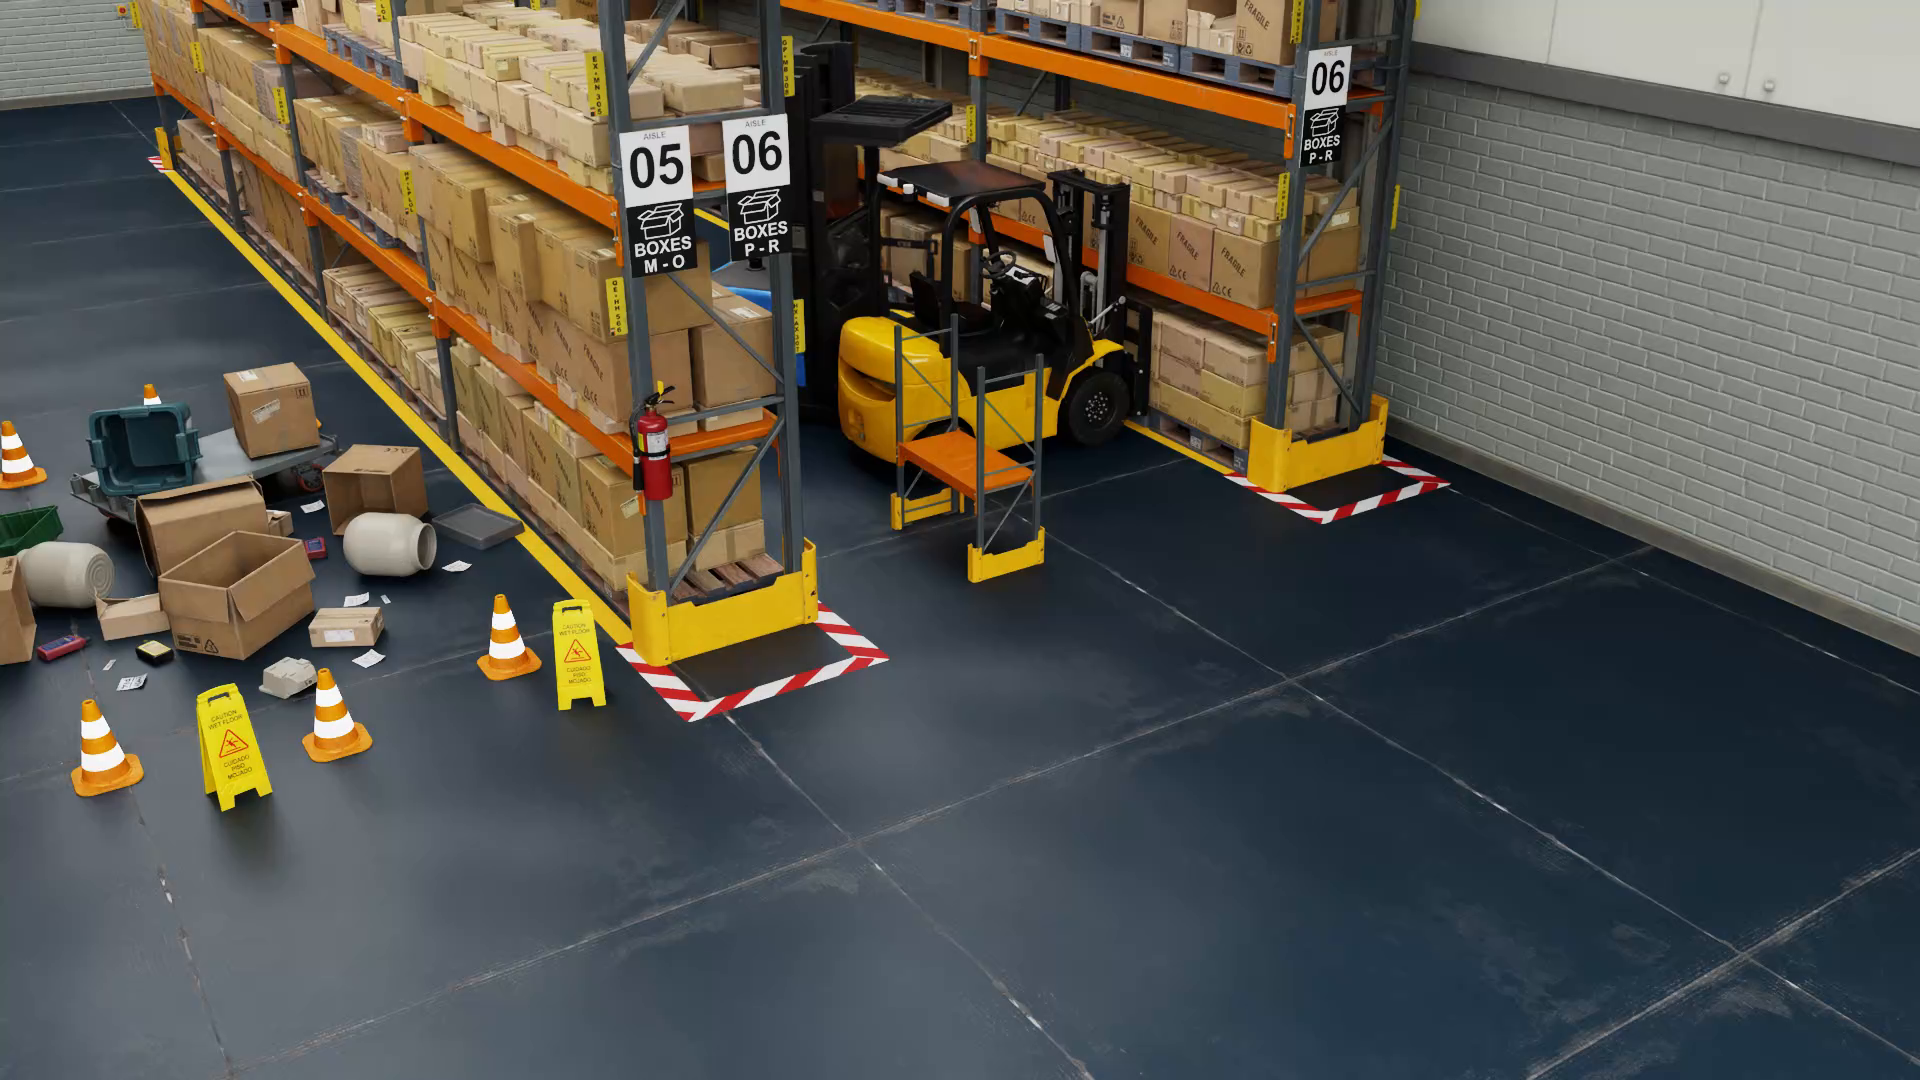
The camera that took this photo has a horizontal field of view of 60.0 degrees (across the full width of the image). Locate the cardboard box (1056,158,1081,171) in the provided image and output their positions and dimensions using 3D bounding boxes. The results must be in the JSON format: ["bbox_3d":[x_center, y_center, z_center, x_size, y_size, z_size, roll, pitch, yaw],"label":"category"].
[{"bbox_3d":[1.026,-3.121,13.933,0.380,0.149,0.250,-16,30,-30],"label":"cardboard box"}]

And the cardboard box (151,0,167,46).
[{"bbox_3d":[-9.559,-6.364,20.392,0.500,0.500,0.500,-16,30,-30],"label":"cardboard box"}]

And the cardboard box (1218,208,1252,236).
[{"bbox_3d":[2.145,-2.388,12.379,0.380,0.149,0.250,-15,29,-29],"label":"cardboard box"}]

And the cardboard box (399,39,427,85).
[{"bbox_3d":[-3.596,-3.380,11.673,0.500,0.250,0.500,-16,30,-31],"label":"cardboard box"}]

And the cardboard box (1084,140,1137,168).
[{"bbox_3d":[1.245,-3.184,13.718,0.380,0.149,0.250,-16,29,-30],"label":"cardboard box"}]

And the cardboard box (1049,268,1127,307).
[{"bbox_3d":[1.103,-2.128,14.265,0.500,0.250,0.500,-14,29,-28],"label":"cardboard box"}]

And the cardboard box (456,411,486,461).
[{"bbox_3d":[-3.511,-0.851,12.730,0.500,0.250,0.500,-17,30,-32],"label":"cardboard box"}]

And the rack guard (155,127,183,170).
[{"bbox_3d":[-10.171,-5.349,22.457,1.175,0.500,0.348,-16,29,-30],"label":"rack guard"}]

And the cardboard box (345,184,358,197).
[{"bbox_3d":[-5.202,-3.137,14.646,0.380,0.149,0.250,-14,29,-27],"label":"cardboard box"}]

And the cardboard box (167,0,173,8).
[{"bbox_3d":[-9.201,-6.423,19.756,0.380,0.149,0.250,-16,29,-30],"label":"cardboard box"}]

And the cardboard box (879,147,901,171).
[{"bbox_3d":[-0.469,-3.751,16.321,0.500,0.250,0.500,-15,29,-29],"label":"cardboard box"}]

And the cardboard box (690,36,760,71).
[{"bbox_3d":[-2.680,-5.545,19.331,0.797,0.503,0.637,-16,30,-31],"label":"cardboard box"}]

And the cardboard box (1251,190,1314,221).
[{"bbox_3d":[2.361,-2.458,12.180,0.380,0.149,0.250,-15,29,-29],"label":"cardboard box"}]

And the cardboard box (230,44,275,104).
[{"bbox_3d":[-7.115,-4.774,17.023,0.500,0.500,0.500,-16,30,-30],"label":"cardboard box"}]

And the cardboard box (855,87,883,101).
[{"bbox_3d":[-0.993,-4.464,16.778,0.380,0.149,0.250,-15,29,-29],"label":"cardboard box"}]

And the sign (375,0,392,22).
[{"bbox_3d":[-4.070,-3.816,11.702,0.100,0.325,0.005,-16,29,-30],"label":"sign"}]

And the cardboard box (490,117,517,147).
[{"bbox_3d":[-2.728,-2.592,10.470,0.380,0.149,0.250,-16,30,-30],"label":"cardboard box"}]

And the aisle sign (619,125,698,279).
[{"bbox_3d":[-1.632,-1.834,9.037,0.394,0.787,0.004,-16,29,-30],"label":"aisle sign"}]

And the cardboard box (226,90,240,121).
[{"bbox_3d":[-7.409,-4.608,17.551,0.500,0.250,0.500,-15,29,-29],"label":"cardboard box"}]

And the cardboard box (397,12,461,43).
[{"bbox_3d":[-3.708,-3.593,11.656,0.380,0.149,0.250,-16,30,-30],"label":"cardboard box"}]

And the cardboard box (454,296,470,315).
[{"bbox_3d":[-3.522,-1.799,12.304,0.380,0.149,0.250,-15,29,-28],"label":"cardboard box"}]

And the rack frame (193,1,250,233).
[{"bbox_3d":[-7.974,-5.040,18.875,1.000,3.000,0.127,-16,29,-30],"label":"rack frame"}]

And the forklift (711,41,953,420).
[{"bbox_3d":[-0.666,-2.439,13.446,3.031,2.935,1.130,9,27,19],"label":"forklift"}]

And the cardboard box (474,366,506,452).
[{"bbox_3d":[-3.209,-1.001,12.170,0.500,0.500,0.500,-14,29,-28],"label":"cardboard box"}]

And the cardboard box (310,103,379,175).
[{"bbox_3d":[-5.448,-3.579,14.823,0.500,0.500,0.500,-14,29,-27],"label":"cardboard box"}]

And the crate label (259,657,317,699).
[{"bbox_3d":[-3.964,0.807,9.842,0.298,0.136,0.250,12,28,24],"label":"crate label"}]

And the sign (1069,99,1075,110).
[{"bbox_3d":[1.014,-3.894,15.340,0.100,0.325,0.005,-16,29,-30],"label":"sign"}]

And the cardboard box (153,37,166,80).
[{"bbox_3d":[-9.837,-6.103,21.009,0.500,0.500,0.500,-16,30,-30],"label":"cardboard box"}]

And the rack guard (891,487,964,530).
[{"bbox_3d":[-0.230,-0.264,11.979,0.587,0.250,0.087,-16,29,-30],"label":"rack guard"}]

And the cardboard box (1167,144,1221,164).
[{"bbox_3d":[1.909,-3.109,13.558,0.380,0.149,0.250,-15,29,-29],"label":"cardboard box"}]

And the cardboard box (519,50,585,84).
[{"bbox_3d":[-2.462,-2.883,10.152,0.380,0.149,0.250,-16,30,-31],"label":"cardboard box"}]

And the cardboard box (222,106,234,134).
[{"bbox_3d":[-7.671,-4.568,18.052,0.500,0.250,0.500,-16,30,-31],"label":"cardboard box"}]

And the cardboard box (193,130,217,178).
[{"bbox_3d":[-9.207,-4.964,21.223,0.875,0.438,0.875,-15,29,-28],"label":"cardboard box"}]

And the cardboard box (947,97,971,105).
[{"bbox_3d":[0.028,-4.230,16.282,0.380,0.149,0.250,-16,29,-30],"label":"cardboard box"}]

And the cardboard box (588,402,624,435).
[{"bbox_3d":[-2.038,-0.783,10.151,0.380,0.149,0.250,-16,30,-30],"label":"cardboard box"}]

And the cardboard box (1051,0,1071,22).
[{"bbox_3d":[0.960,-4.308,13.496,0.380,0.149,0.250,-15,29,-28],"label":"cardboard box"}]

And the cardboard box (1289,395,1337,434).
[{"bbox_3d":[2.629,-1.074,13.202,0.500,0.250,0.500,-15,29,-29],"label":"cardboard box"}]

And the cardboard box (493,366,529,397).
[{"bbox_3d":[-3.062,-1.146,11.716,0.380,0.149,0.250,-14,29,-27],"label":"cardboard box"}]

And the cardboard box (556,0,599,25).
[{"bbox_3d":[-5.160,-7.273,22.554,0.500,0.500,0.500,-15,29,-28],"label":"cardboard box"}]

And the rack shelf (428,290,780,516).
[{"bbox_3d":[-2.515,-1.138,11.451,1.077,0.370,4.000,-16,29,-30],"label":"rack shelf"}]

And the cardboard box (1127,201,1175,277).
[{"bbox_3d":[1.689,-2.437,13.243,0.500,0.500,0.500,-16,30,-31],"label":"cardboard box"}]

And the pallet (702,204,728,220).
[{"bbox_3d":[-2.672,-4.218,20.400,1.003,0.211,1.213,-16,29,-30],"label":"pallet"}]

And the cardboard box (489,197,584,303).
[{"bbox_3d":[-2.520,-1.853,10.486,0.700,0.500,0.500,-16,30,-30],"label":"cardboard box"}]

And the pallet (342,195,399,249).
[{"bbox_3d":[-4.676,-2.824,14.405,1.003,0.211,1.213,-16,29,-30],"label":"pallet"}]

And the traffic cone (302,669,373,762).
[{"bbox_3d":[-3.483,0.927,9.207,0.336,0.463,0.334,-16,29,-30],"label":"traffic cone"}]

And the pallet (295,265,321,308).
[{"bbox_3d":[-6.158,-2.648,17.074,1.003,0.211,1.213,-16,29,-30],"label":"pallet"}]

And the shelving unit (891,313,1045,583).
[{"bbox_3d":[0.042,-0.651,11.334,0.587,1.500,1.083,-16,29,-30],"label":"shelving unit"}]

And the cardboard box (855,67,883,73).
[{"bbox_3d":[-1.050,-4.969,17.848,0.380,0.149,0.250,-15,29,-28],"label":"cardboard box"}]

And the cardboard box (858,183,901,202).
[{"bbox_3d":[-0.941,-3.425,17.744,0.875,0.625,0.625,-14,29,-28],"label":"cardboard box"}]

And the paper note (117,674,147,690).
[{"bbox_3d":[-4.926,0.844,9.891,0.144,0.017,0.142,-6,26,-12],"label":"paper note"}]

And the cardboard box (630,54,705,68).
[{"bbox_3d":[-1.757,-2.823,10.025,0.380,0.149,0.250,-16,29,-30],"label":"cardboard box"}]

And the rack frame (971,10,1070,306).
[{"bbox_3d":[0.550,-3.336,15.266,1.000,3.000,0.127,-16,29,-30],"label":"rack frame"}]

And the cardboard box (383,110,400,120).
[{"bbox_3d":[-4.741,-3.518,14.694,0.500,0.500,0.500,-18,31,-33],"label":"cardboard box"}]

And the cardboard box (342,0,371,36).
[{"bbox_3d":[-4.597,-4.197,13.259,0.500,0.250,0.500,-15,29,-29],"label":"cardboard box"}]

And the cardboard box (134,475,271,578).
[{"bbox_3d":[-5.021,-0.051,11.072,0.797,0.637,0.503,-16,29,-30],"label":"cardboard box"}]

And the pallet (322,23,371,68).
[{"bbox_3d":[-4.423,-4.066,13.518,1.213,0.211,1.003,-16,29,-30],"label":"pallet"}]

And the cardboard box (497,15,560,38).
[{"bbox_3d":[-2.978,-3.530,11.523,0.380,0.149,0.250,-15,29,-28],"label":"cardboard box"}]

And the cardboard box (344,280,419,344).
[{"bbox_3d":[-5.081,-2.144,15.327,0.950,0.372,0.625,-16,30,-31],"label":"cardboard box"}]

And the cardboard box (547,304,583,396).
[{"bbox_3d":[-2.220,-1.238,10.355,0.500,0.500,0.500,-15,29,-29],"label":"cardboard box"}]
